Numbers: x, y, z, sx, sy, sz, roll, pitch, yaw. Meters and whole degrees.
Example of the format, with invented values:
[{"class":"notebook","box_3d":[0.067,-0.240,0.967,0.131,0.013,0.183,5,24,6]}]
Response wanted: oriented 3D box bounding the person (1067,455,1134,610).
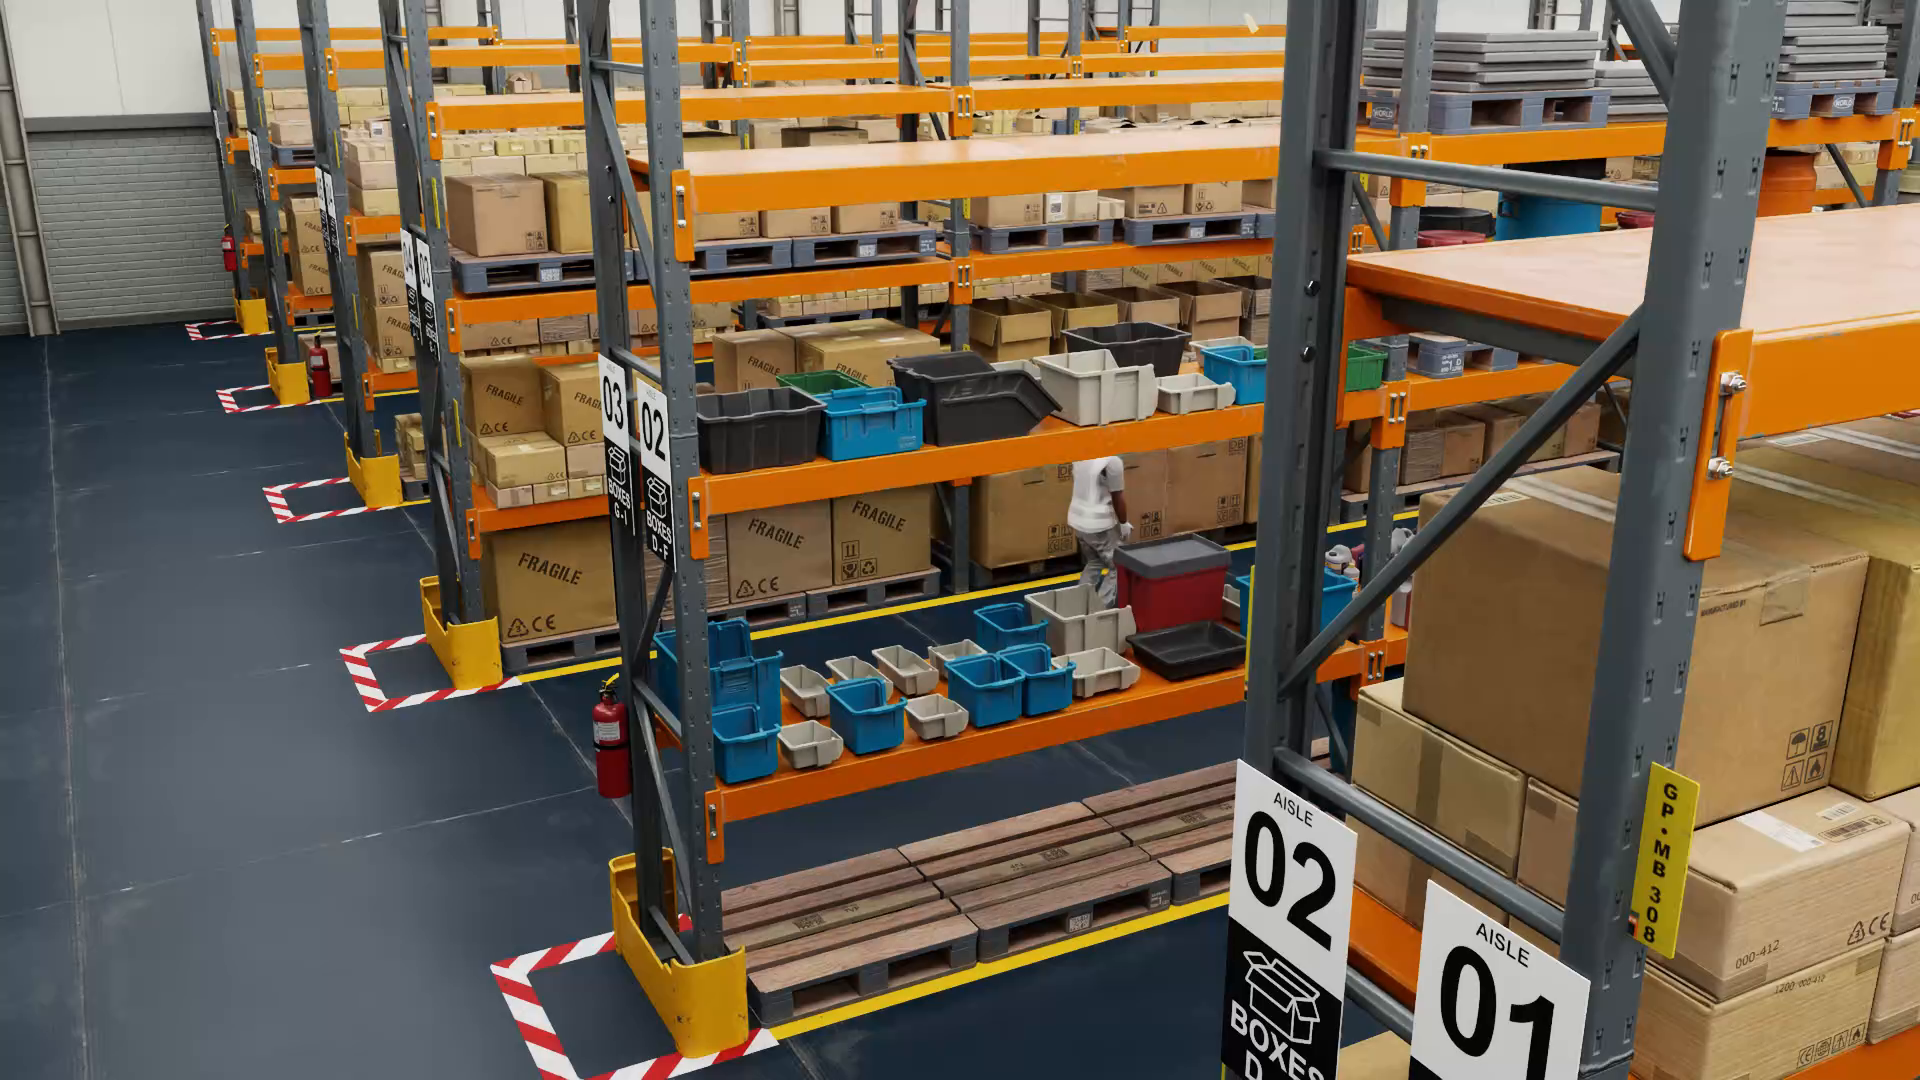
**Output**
[{"class":"person","box_3d":[1.107,-0.142,13.100,0.517,1.695,0.584,-9,20,-25]}]
